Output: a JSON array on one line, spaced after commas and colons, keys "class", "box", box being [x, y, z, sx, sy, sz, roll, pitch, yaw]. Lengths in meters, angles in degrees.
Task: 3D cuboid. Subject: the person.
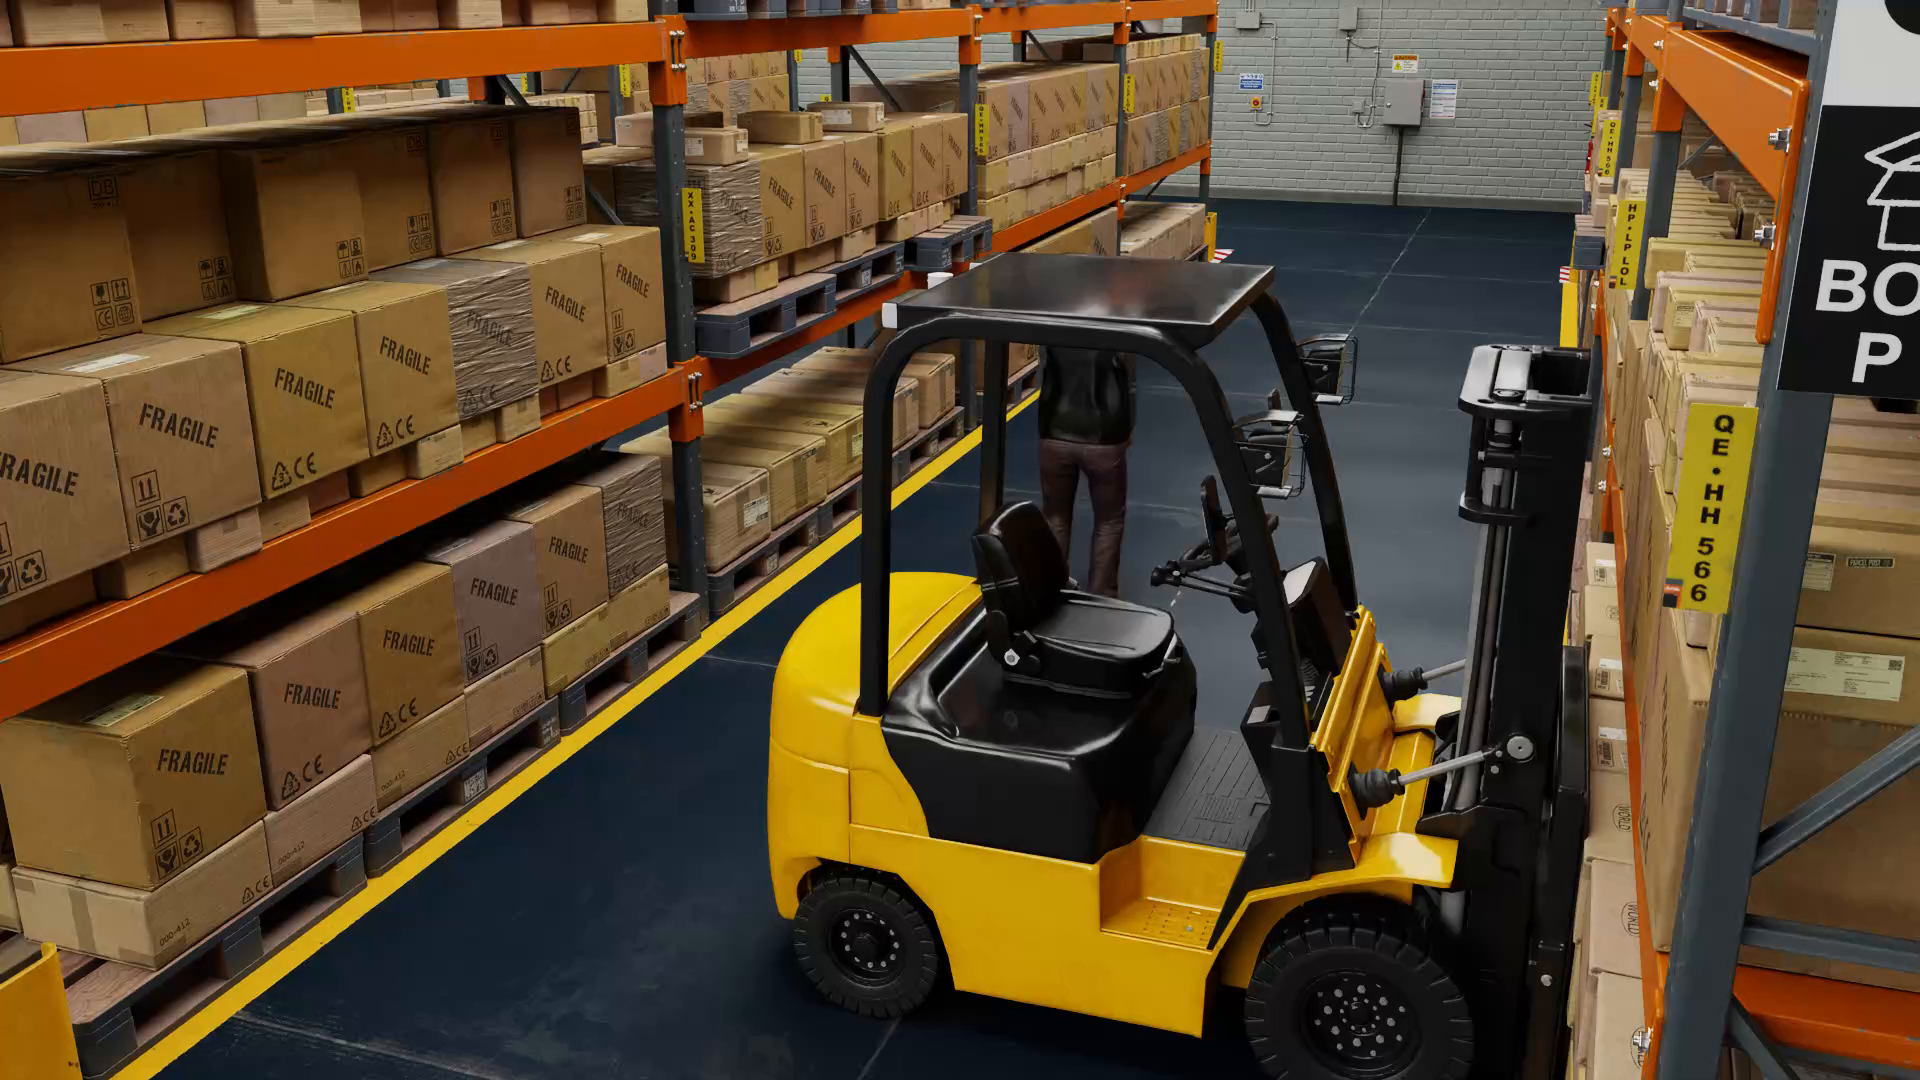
[{"class": "person", "box": [0.608, -0.480, 8.071, 0.486, 1.703, 0.581, 6, 19, 17]}]
